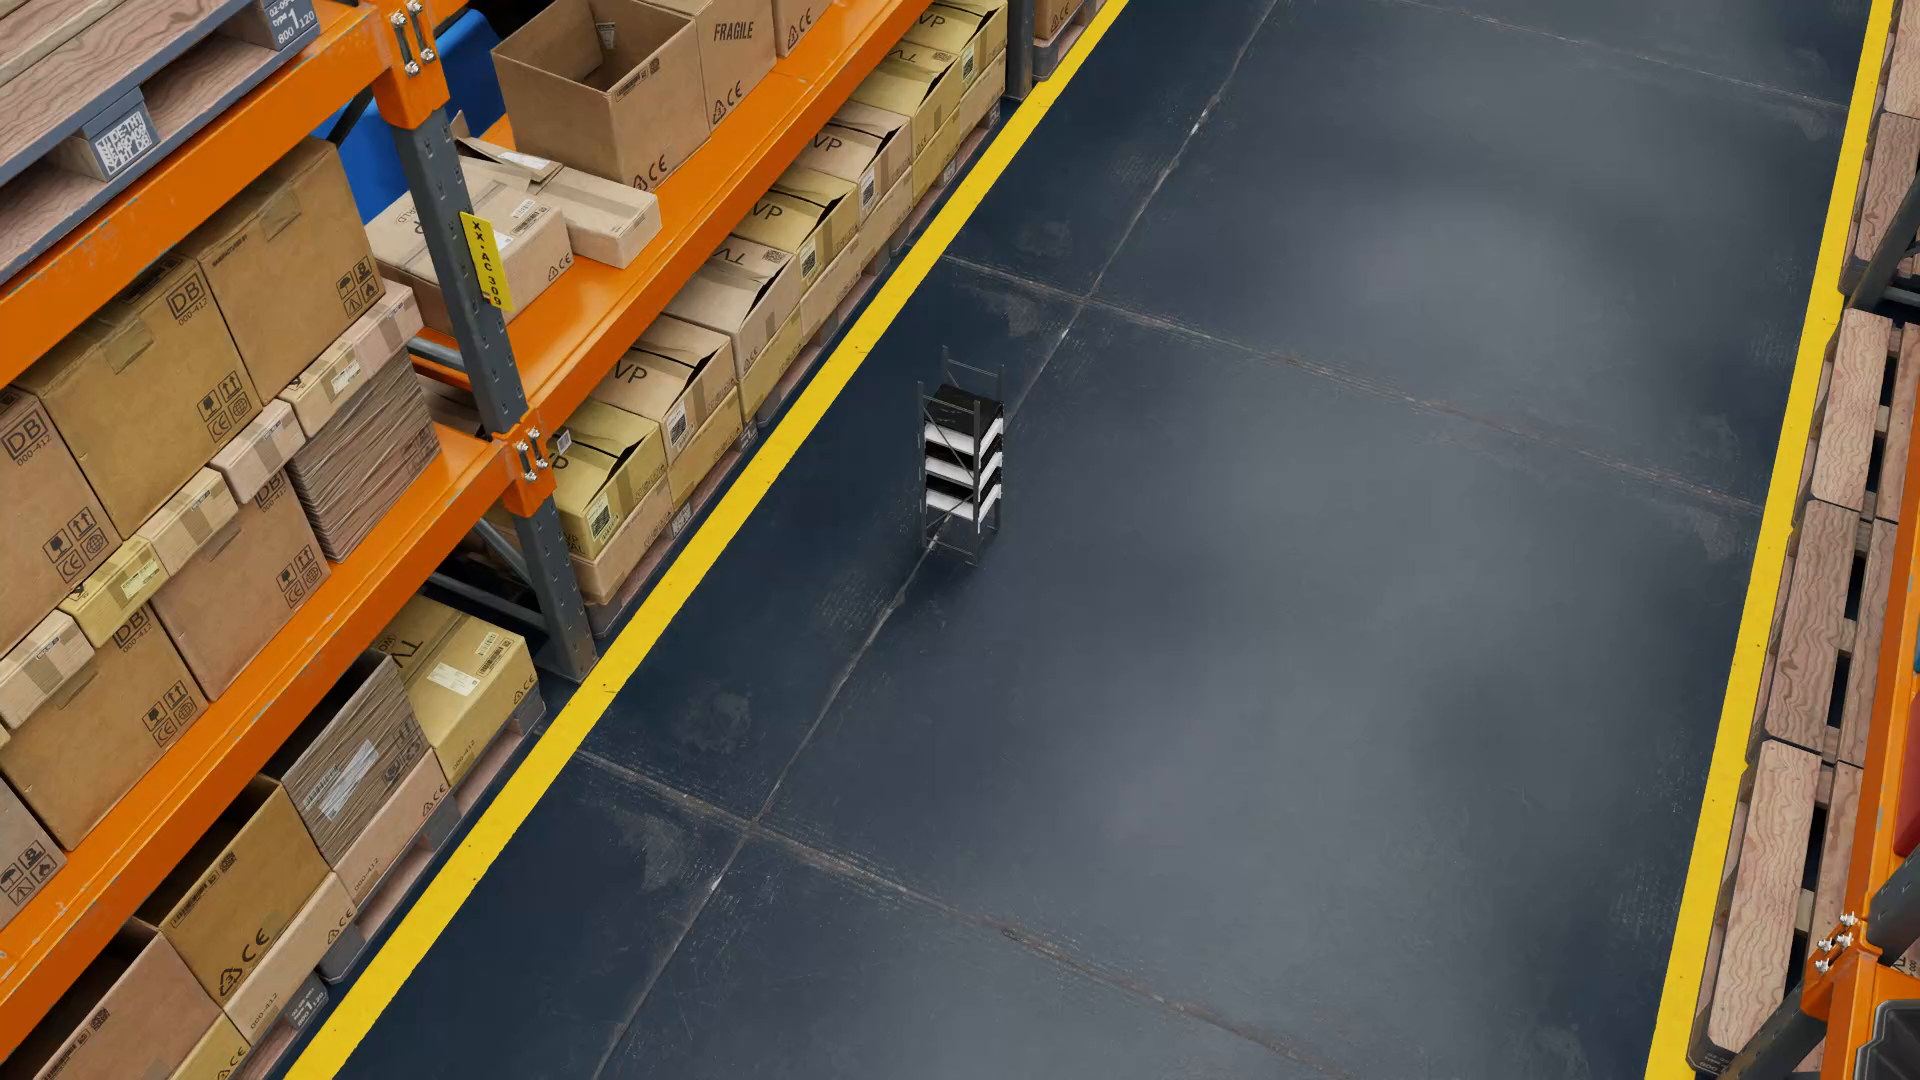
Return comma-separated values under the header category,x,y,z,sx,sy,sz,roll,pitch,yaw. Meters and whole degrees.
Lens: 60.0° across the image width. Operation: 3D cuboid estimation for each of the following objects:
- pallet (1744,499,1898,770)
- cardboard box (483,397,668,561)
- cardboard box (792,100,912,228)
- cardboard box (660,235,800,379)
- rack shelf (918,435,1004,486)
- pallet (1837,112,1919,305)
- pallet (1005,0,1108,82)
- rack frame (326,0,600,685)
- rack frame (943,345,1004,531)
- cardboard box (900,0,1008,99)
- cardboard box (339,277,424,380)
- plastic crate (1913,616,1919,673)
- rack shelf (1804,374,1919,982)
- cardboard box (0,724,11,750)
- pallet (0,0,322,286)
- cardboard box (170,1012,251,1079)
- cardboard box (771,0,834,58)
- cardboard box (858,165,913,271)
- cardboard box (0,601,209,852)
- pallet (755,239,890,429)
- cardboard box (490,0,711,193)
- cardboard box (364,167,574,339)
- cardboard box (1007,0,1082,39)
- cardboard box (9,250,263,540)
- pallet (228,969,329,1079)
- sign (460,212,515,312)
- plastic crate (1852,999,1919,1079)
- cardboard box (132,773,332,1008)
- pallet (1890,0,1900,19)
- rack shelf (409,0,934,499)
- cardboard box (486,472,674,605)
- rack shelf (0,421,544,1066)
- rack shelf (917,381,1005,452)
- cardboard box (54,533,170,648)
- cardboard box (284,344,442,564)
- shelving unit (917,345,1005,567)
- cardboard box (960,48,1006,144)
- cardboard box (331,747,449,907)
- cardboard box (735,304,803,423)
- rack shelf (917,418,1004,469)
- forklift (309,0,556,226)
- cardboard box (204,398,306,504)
category,x,y,z,sx,sy,sz,roll,pitch,yaw
pallet,3.480,0.477,6.021,1.003,0.211,1.213,20,52,16
cardboard box,-1.416,-0.275,5.991,0.500,0.311,0.500,20,52,16
cardboard box,-0.544,-1.678,7.185,0.500,0.311,0.500,19,52,16
cardboard box,-0.977,-0.974,6.586,0.500,0.311,0.500,18,52,15
rack shelf,0.003,-0.334,6.184,0.258,0.077,0.200,20,52,16
pallet,4.667,-1.437,7.649,1.003,0.211,1.213,20,52,16
pallet,0.244,-2.997,8.977,1.003,0.211,1.213,20,52,16
rack frame,-1.818,-0.644,5.144,1.000,3.000,0.127,20,52,16
rack frame,0.047,-0.367,6.287,0.240,0.900,0.006,20,52,16
cardboard box,-0.110,-2.385,7.786,0.500,0.311,0.500,21,53,17
cardboard box,-1.740,-0.630,4.640,0.380,0.149,0.250,20,52,16
plastic crate,2.849,0.114,4.509,0.392,0.384,0.575,20,52,16
rack shelf,3.514,-0.174,5.216,1.077,0.370,4.000,20,52,16
cardboard box,-2.395,0.428,3.740,0.380,0.149,0.250,21,53,17
pallet,-2.159,-0.992,3.528,1.003,0.211,1.213,20,52,16
cardboard box,-2.454,1.536,4.818,0.500,0.250,0.500,20,52,16
cardboard box,-0.811,-2.270,6.462,0.500,0.500,0.500,17,52,14
cardboard box,-0.548,-1.501,7.402,0.500,0.250,0.500,21,53,17
cardboard box,-2.439,0.340,4.240,0.700,0.500,0.500,21,53,17
pallet,-1.018,-1.104,7.366,1.003,0.211,1.213,20,52,16
cardboard box,-1.250,-1.563,5.860,0.500,0.500,0.500,23,53,19
cardboard box,-1.647,-0.949,5.501,0.500,0.250,0.500,23,53,18
cardboard box,0.344,-2.952,8.460,0.500,0.500,0.500,22,53,18
cardboard box,-2.216,-0.441,4.053,0.700,0.500,0.500,20,52,16
pallet,-2.715,1.637,5.034,1.003,0.211,1.213,20,52,16
sign,-1.315,-0.771,4.631,0.100,0.325,0.005,20,52,16
plastic crate,2.321,1.309,3.522,0.767,0.338,0.504,20,52,16
cardboard box,-2.252,0.944,4.829,0.500,0.500,0.500,20,52,16
pallet,5.710,-3.117,9.079,1.003,0.211,1.213,20,52,16
rack shelf,-0.963,-1.788,6.590,1.077,0.370,4.000,20,52,16
cardboard box,-1.421,-0.086,6.199,0.500,0.250,0.500,19,52,15
rack shelf,-2.672,0.966,4.246,1.077,0.370,4.000,20,52,16
rack shelf,0.003,-0.451,6.047,0.258,0.077,0.200,20,52,16
cardboard box,-2.176,0.070,4.044,0.380,0.149,0.250,20,52,16
cardboard box,-2.002,-0.369,4.844,0.700,0.500,0.500,19,52,15
shelving unit,0.003,-0.297,6.227,0.258,0.900,0.210,20,52,16
cardboard box,-0.113,-2.202,7.999,0.500,0.250,0.500,21,53,17
cardboard box,-2.041,0.842,5.409,0.500,0.250,0.500,20,52,16
cardboard box,-0.983,-0.796,6.802,0.500,0.250,0.500,18,52,15
rack shelf,0.003,-0.392,6.115,0.258,0.077,0.200,20,52,16
forklift,-2.205,-3.157,7.327,1.130,2.935,3.031,19,52,15
cardboard box,-1.957,-0.279,4.342,0.380,0.149,0.250,18,52,15
